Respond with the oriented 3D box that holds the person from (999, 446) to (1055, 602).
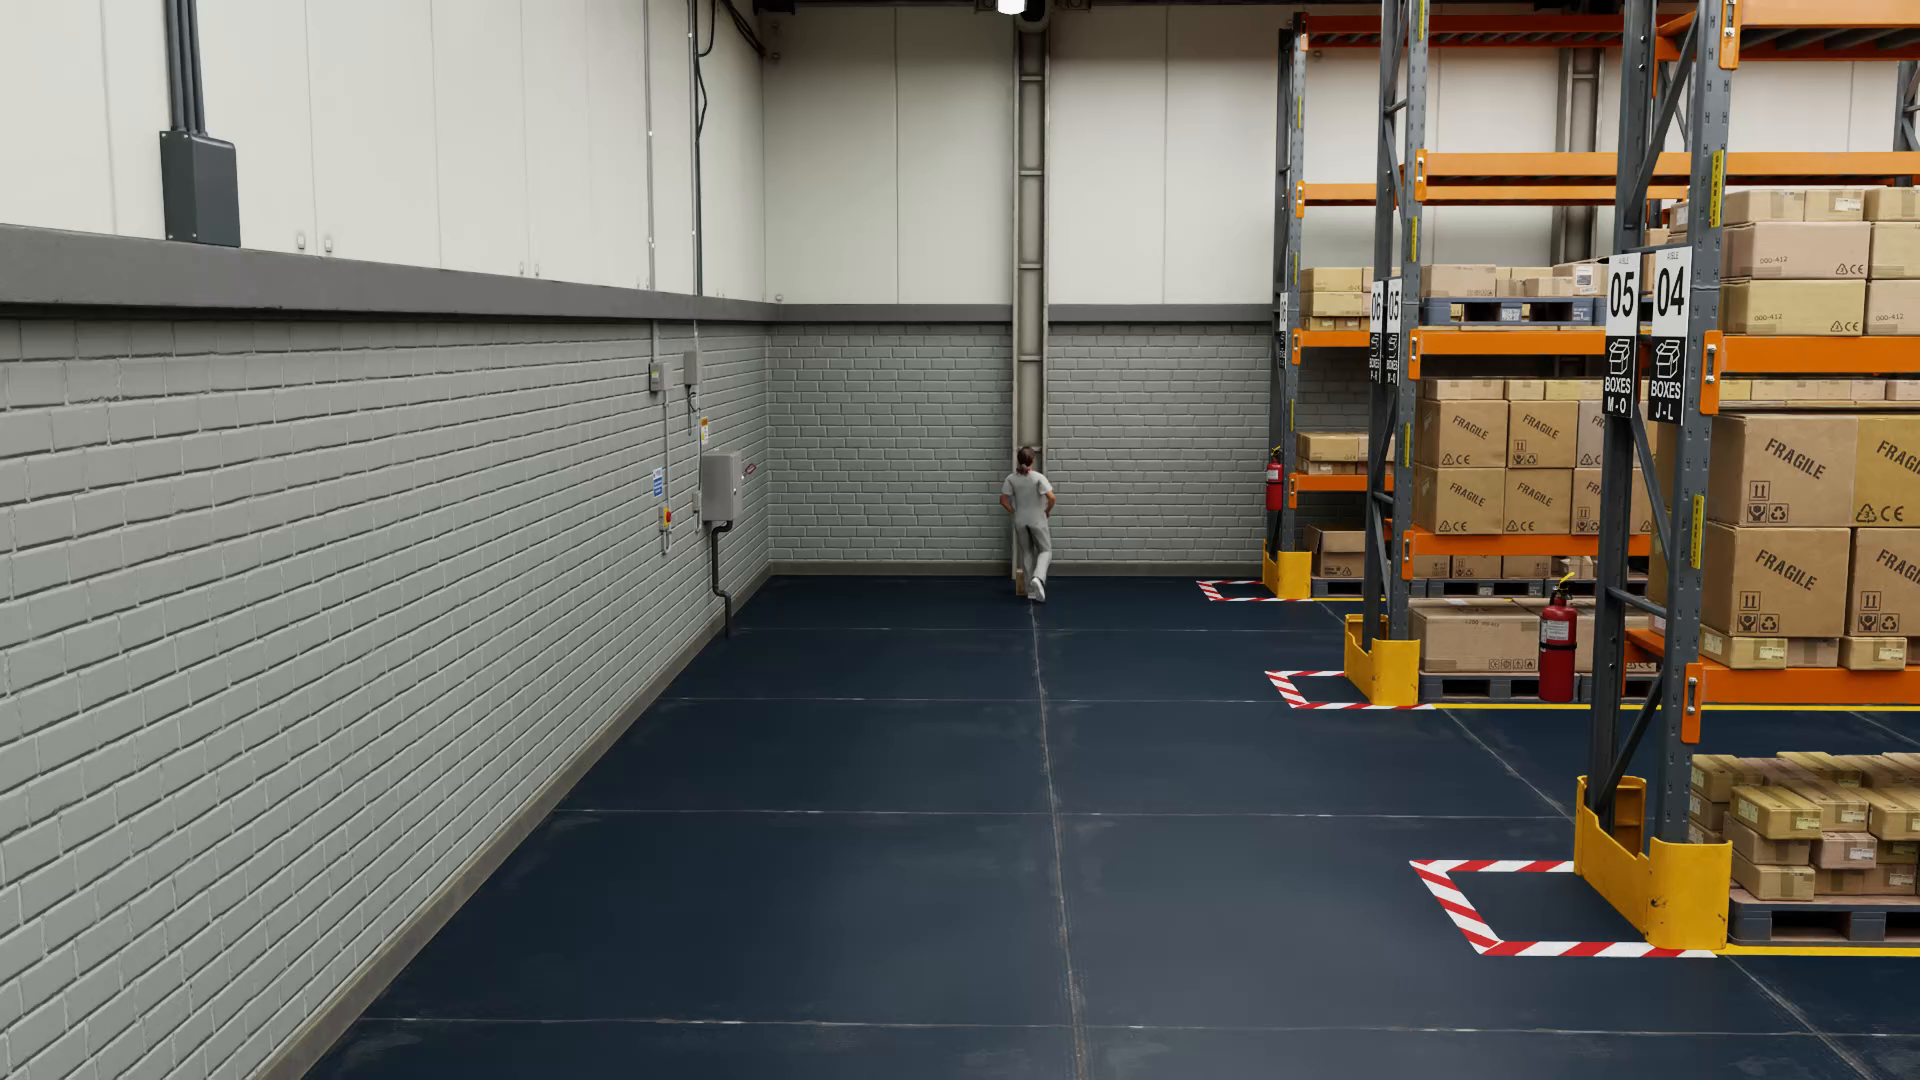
[{"bbox_3d":[0.737,-0.179,17.340,0.601,1.624,0.634,2,8,15],"label":"person"}]
